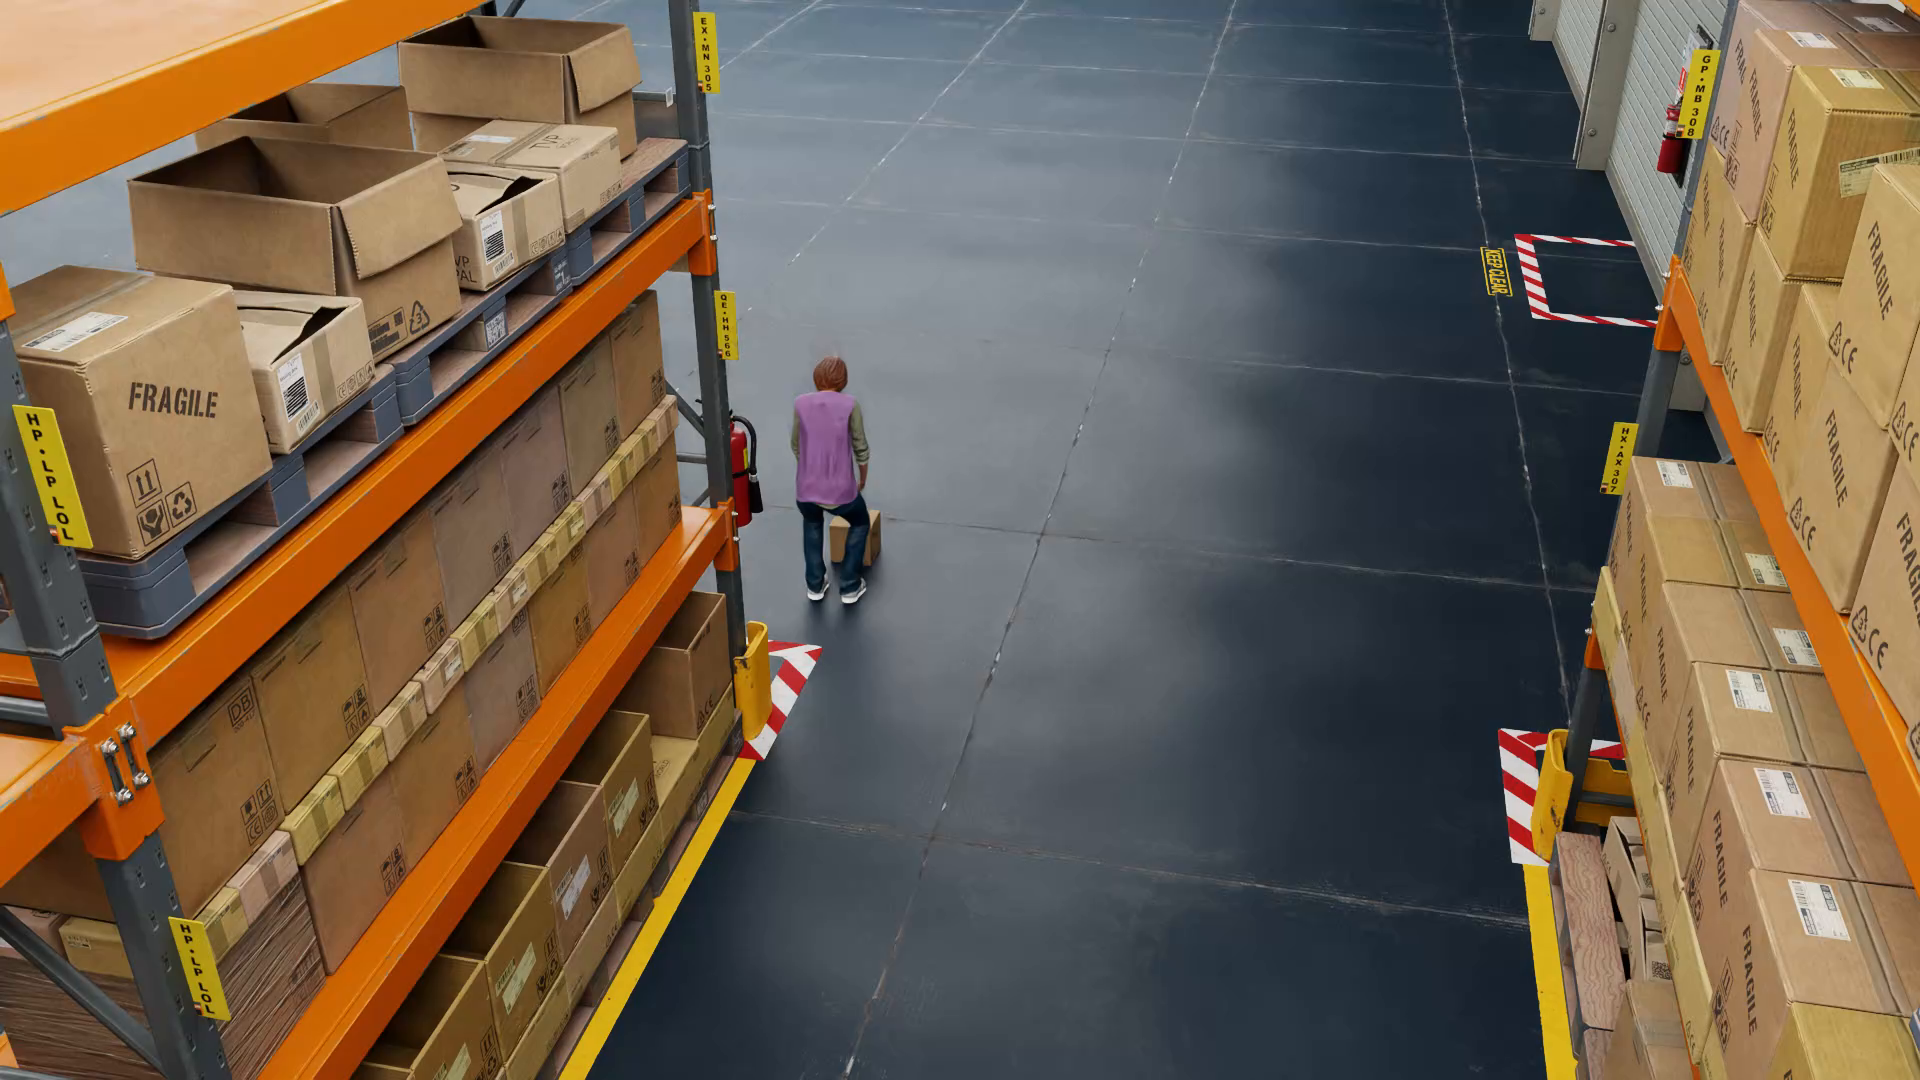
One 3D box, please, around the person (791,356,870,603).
[{"bbox_3d":[-0.741,-0.314,9.390,0.443,1.400,0.581,6,30,11],"label":"person"}]
